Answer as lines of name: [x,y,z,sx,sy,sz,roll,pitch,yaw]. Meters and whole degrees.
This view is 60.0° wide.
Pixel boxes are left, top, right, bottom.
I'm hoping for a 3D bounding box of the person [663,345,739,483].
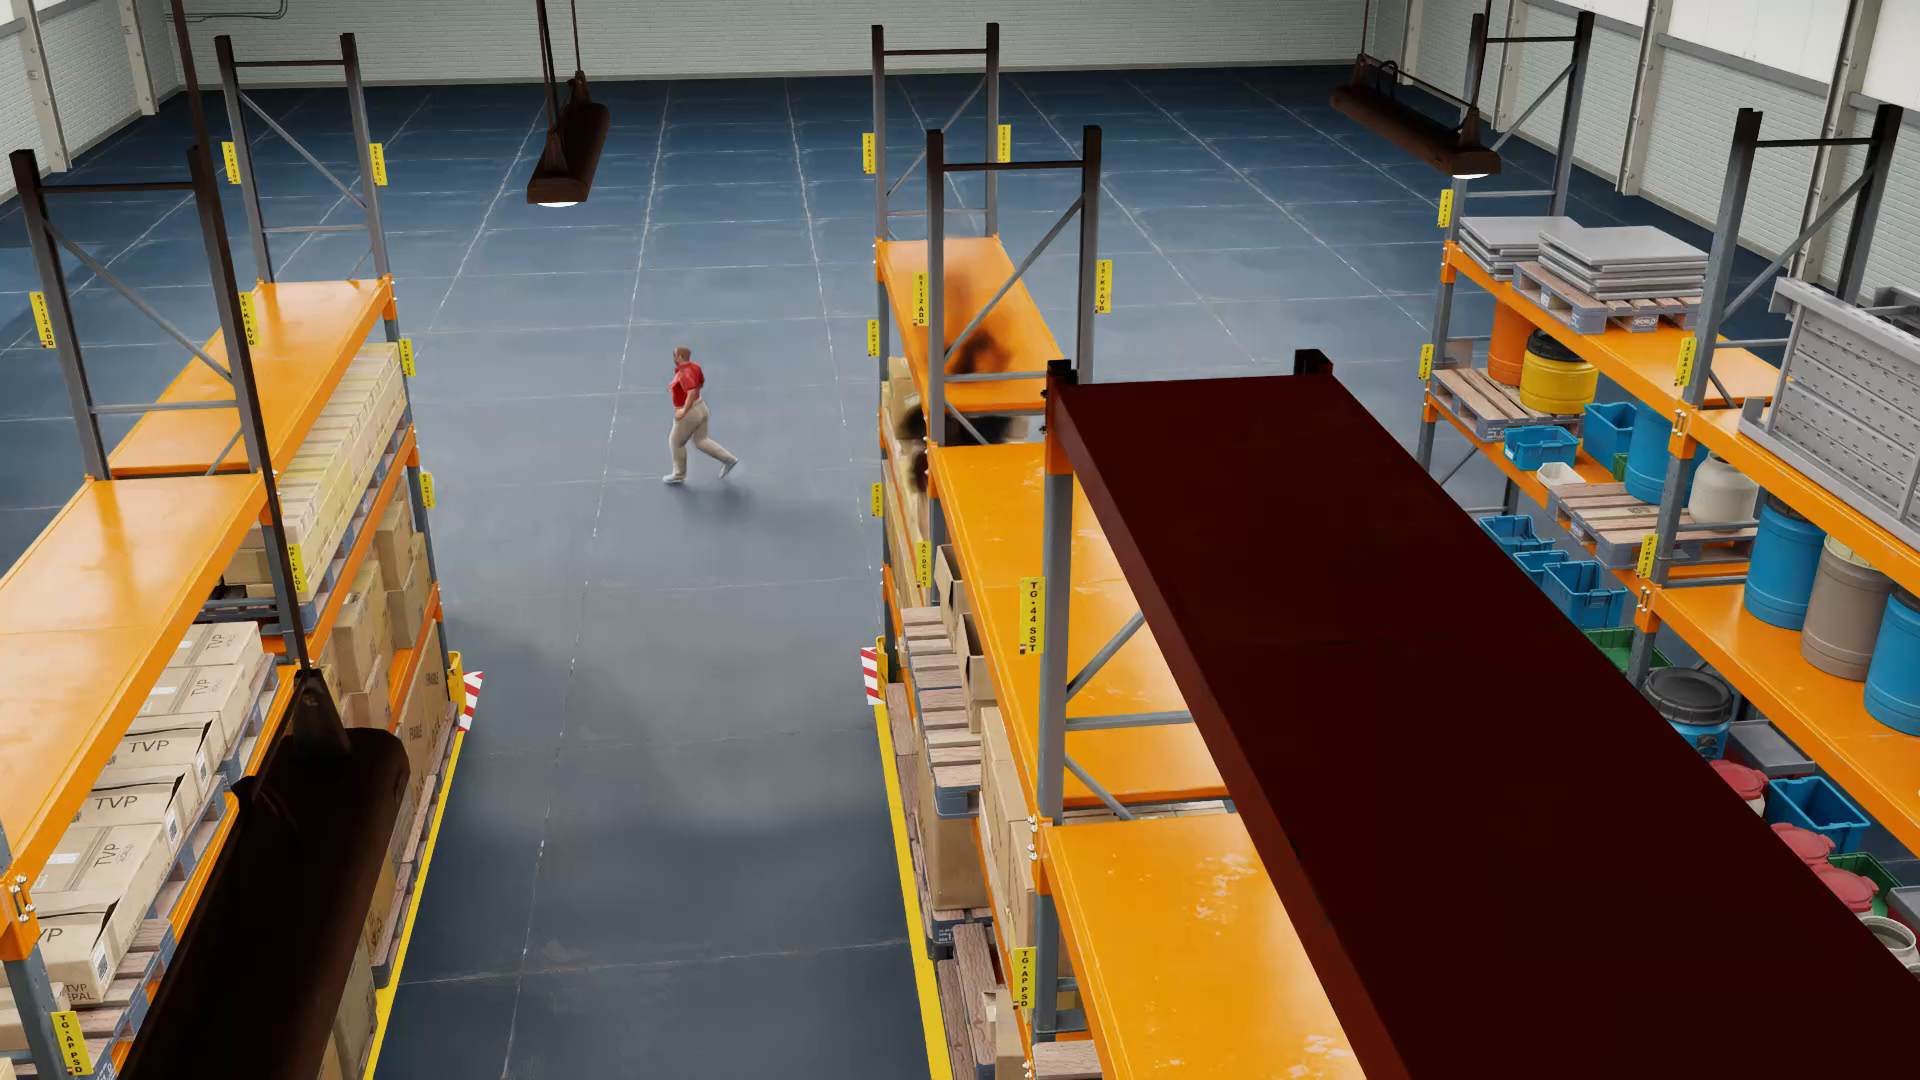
person: [-3.117,-1.458,19.575,0.943,1.719,0.647,7,26,15]
